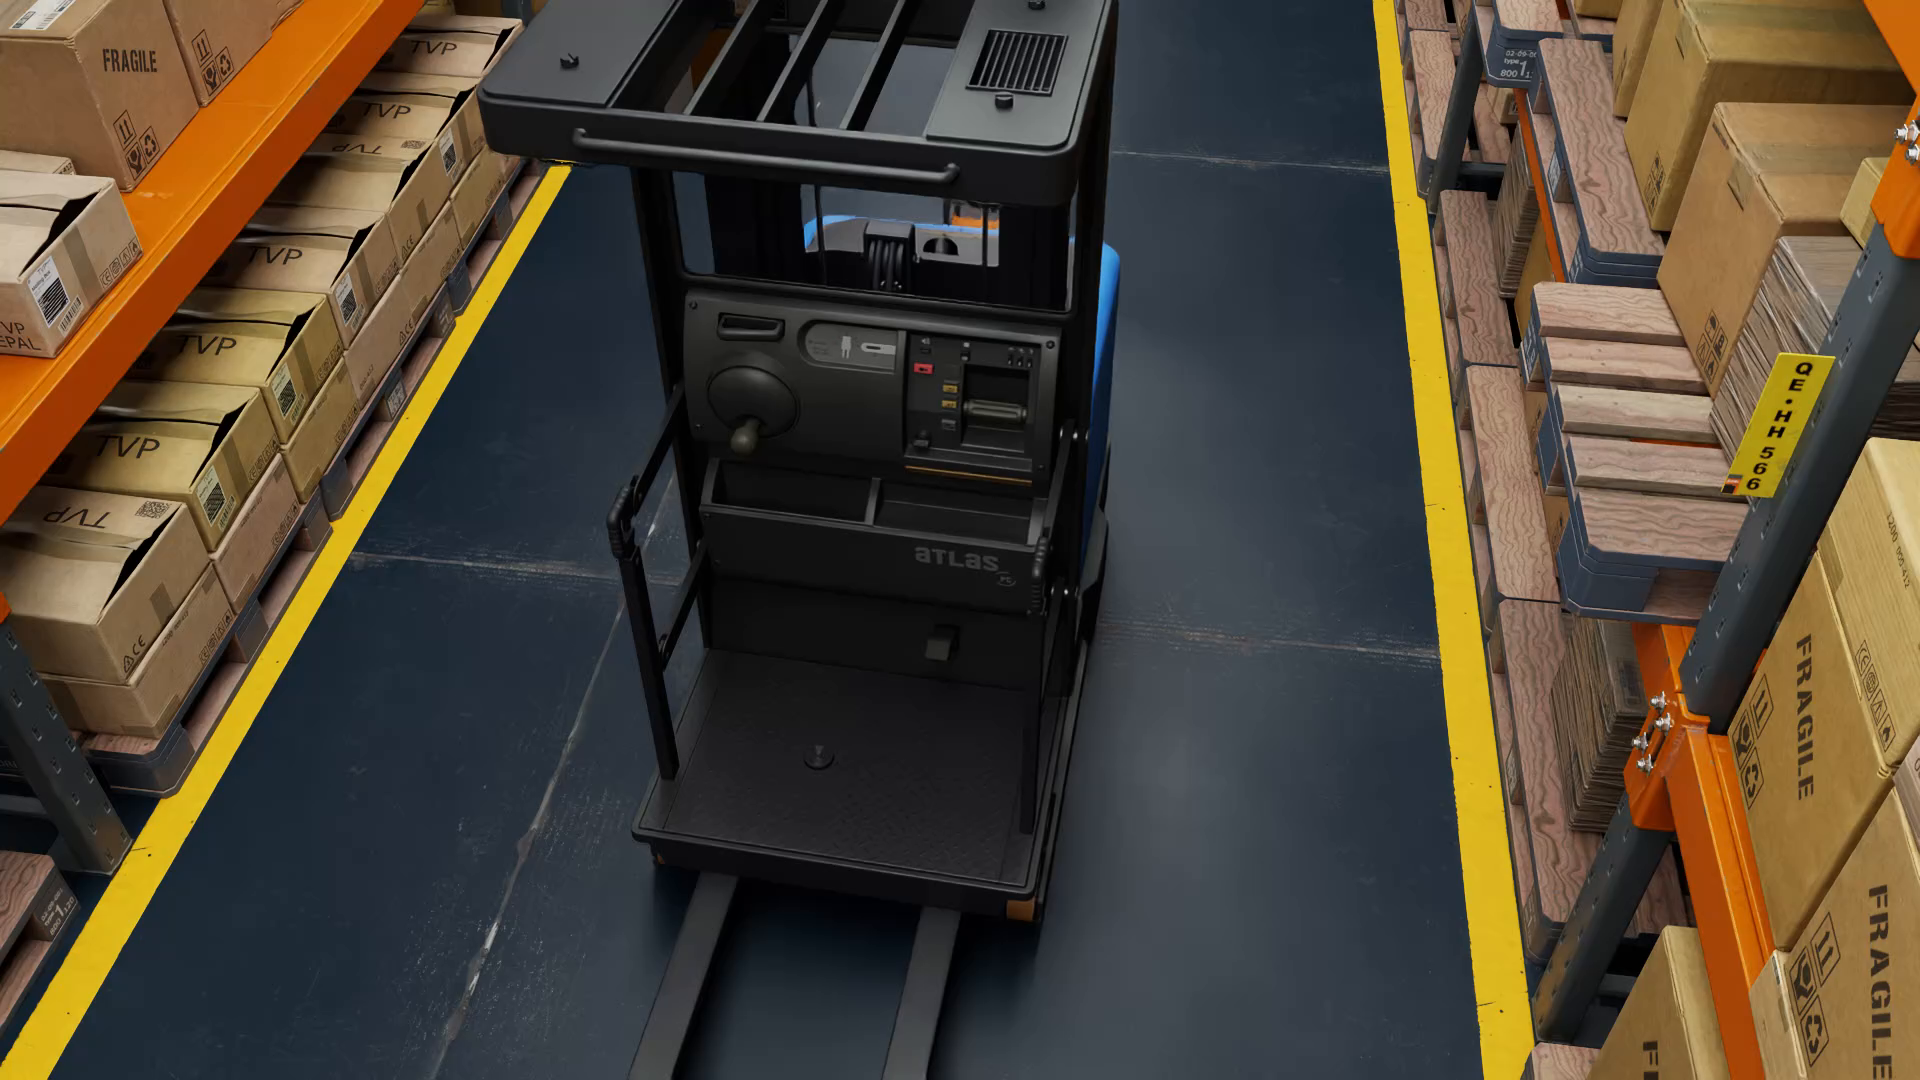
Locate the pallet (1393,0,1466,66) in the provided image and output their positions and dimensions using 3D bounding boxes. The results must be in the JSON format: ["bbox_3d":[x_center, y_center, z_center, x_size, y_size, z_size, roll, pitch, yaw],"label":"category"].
[{"bbox_3d":[2.755,-2.776,8.528,1.003,0.211,1.213,5,44,6],"label":"pallet"}]

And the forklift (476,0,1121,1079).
[{"bbox_3d":[-0.260,-0.283,3.918,1.130,2.935,3.031,7,44,8],"label":"forklift"}]

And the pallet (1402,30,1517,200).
[{"bbox_3d":[2.596,-1.942,7.647,1.003,0.211,1.213,5,44,6],"label":"pallet"}]

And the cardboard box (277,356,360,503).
[{"bbox_3d":[-2.409,-0.397,5.682,0.500,0.250,0.500,4,44,4],"label":"cardboard box"}]

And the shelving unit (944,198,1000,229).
[{"bbox_3d":[0.084,-0.740,5.659,0.258,1.200,0.189,7,44,8],"label":"shelving unit"}]

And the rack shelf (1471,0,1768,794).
[{"bbox_3d":[2.278,-0.869,5.010,1.077,0.370,4.000,5,44,6],"label":"rack shelf"}]

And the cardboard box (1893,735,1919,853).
[{"bbox_3d":[1.627,0.461,2.232,0.500,0.250,0.500,5,44,5],"label":"cardboard box"}]

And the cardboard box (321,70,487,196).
[{"bbox_3d":[-2.201,-1.642,6.589,0.500,0.311,0.500,6,44,7],"label":"cardboard box"}]

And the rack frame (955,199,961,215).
[{"bbox_3d":[0.101,-0.802,5.724,0.240,1.200,0.006,7,44,8],"label":"rack frame"}]

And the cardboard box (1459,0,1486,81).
[{"bbox_3d":[2.640,-2.457,7.661,0.500,0.500,0.500,2,43,2],"label":"cardboard box"}]

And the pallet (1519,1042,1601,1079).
[{"bbox_3d":[1.834,1.775,3.721,1.003,0.211,1.213,5,44,6],"label":"pallet"}]

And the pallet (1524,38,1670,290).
[{"bbox_3d":[2.234,-1.051,4.817,1.003,0.211,1.213,5,44,6],"label":"pallet"}]

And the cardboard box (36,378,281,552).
[{"bbox_3d":[-2.476,-0.262,5.132,0.500,0.311,0.500,4,44,4],"label":"cardboard box"}]

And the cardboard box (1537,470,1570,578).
[{"bbox_3d":[2.278,-0.197,5.274,0.700,0.500,0.500,5,44,5],"label":"cardboard box"}]

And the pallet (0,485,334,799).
[{"bbox_3d":[-2.750,0.240,5.343,1.003,0.211,1.213,5,44,6],"label":"pallet"}]

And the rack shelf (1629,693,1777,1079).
[{"bbox_3d":[1.749,1.857,2.131,1.077,0.370,4.000,5,44,6],"label":"rack shelf"}]

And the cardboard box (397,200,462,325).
[{"bbox_3d":[-2.272,-1.093,6.417,0.500,0.250,0.500,6,44,6],"label":"cardboard box"}]

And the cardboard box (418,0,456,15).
[{"bbox_3d":[-2.524,-2.431,7.830,0.500,0.250,0.500,5,44,6],"label":"cardboard box"}]

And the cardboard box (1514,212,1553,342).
[{"bbox_3d":[2.443,-0.886,6.002,0.700,0.500,0.500,4,44,5],"label":"cardboard box"}]

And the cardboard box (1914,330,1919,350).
[{"bbox_3d":[2.029,-0.437,3.165,0.380,0.149,0.250,0,43,0],"label":"cardboard box"}]

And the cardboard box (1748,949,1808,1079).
[{"bbox_3d":[1.579,0.864,2.824,0.380,0.149,0.250,6,44,7],"label":"cardboard box"}]

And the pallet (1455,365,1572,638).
[{"bbox_3d":[2.282,-0.116,5.719,1.003,0.211,1.213,5,44,6],"label":"pallet"}]

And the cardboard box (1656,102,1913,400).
[{"bbox_3d":[2.112,-0.668,3.881,0.700,0.500,0.500,1,43,2],"label":"cardboard box"}]

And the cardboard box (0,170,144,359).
[{"bbox_3d":[-2.587,-0.775,4.451,0.500,0.311,0.500,5,44,5],"label":"cardboard box"}]

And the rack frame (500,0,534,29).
[{"bbox_3d":[-2.369,-2.941,6.675,1.000,3.000,0.127,5,44,6],"label":"rack frame"}]

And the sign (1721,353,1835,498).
[{"bbox_3d":[1.474,-0.202,2.997,0.100,0.325,0.005,5,44,6],"label":"sign"}]

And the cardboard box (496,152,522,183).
[{"bbox_3d":[-2.136,-1.786,7.149,0.500,0.250,0.500,5,44,5],"label":"cardboard box"}]

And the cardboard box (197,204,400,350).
[{"bbox_3d":[-2.339,-0.960,5.868,0.500,0.311,0.500,5,44,5],"label":"cardboard box"}]

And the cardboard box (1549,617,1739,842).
[{"bbox_3d":[2.057,0.485,4.554,0.700,0.500,0.500,6,44,6],"label":"cardboard box"}]

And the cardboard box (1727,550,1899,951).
[{"bbox_3d":[1.695,0.389,2.854,0.500,0.500,0.500,6,44,7],"label":"cardboard box"}]

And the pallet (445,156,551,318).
[{"bbox_3d":[-2.427,-1.423,7.099,1.003,0.211,1.213,5,44,6],"label":"pallet"}]

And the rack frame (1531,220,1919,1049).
[{"bbox_3d":[2.013,0.232,3.323,1.000,3.000,0.127,5,44,6],"label":"rack frame"}]

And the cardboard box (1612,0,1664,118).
[{"bbox_3d":[2.304,-1.514,4.775,0.700,0.500,0.500,11,45,11],"label":"cardboard box"}]

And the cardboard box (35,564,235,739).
[{"bbox_3d":[-2.537,0.300,4.945,0.500,0.250,0.500,5,44,5],"label":"cardboard box"}]

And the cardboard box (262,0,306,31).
[{"bbox_3d":[-2.556,-2.097,5.710,0.500,0.500,0.500,8,44,9],"label":"cardboard box"}]

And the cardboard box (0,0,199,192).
[{"bbox_3d":[-2.692,-1.397,4.971,0.500,0.500,0.500,3,44,3],"label":"cardboard box"}]
